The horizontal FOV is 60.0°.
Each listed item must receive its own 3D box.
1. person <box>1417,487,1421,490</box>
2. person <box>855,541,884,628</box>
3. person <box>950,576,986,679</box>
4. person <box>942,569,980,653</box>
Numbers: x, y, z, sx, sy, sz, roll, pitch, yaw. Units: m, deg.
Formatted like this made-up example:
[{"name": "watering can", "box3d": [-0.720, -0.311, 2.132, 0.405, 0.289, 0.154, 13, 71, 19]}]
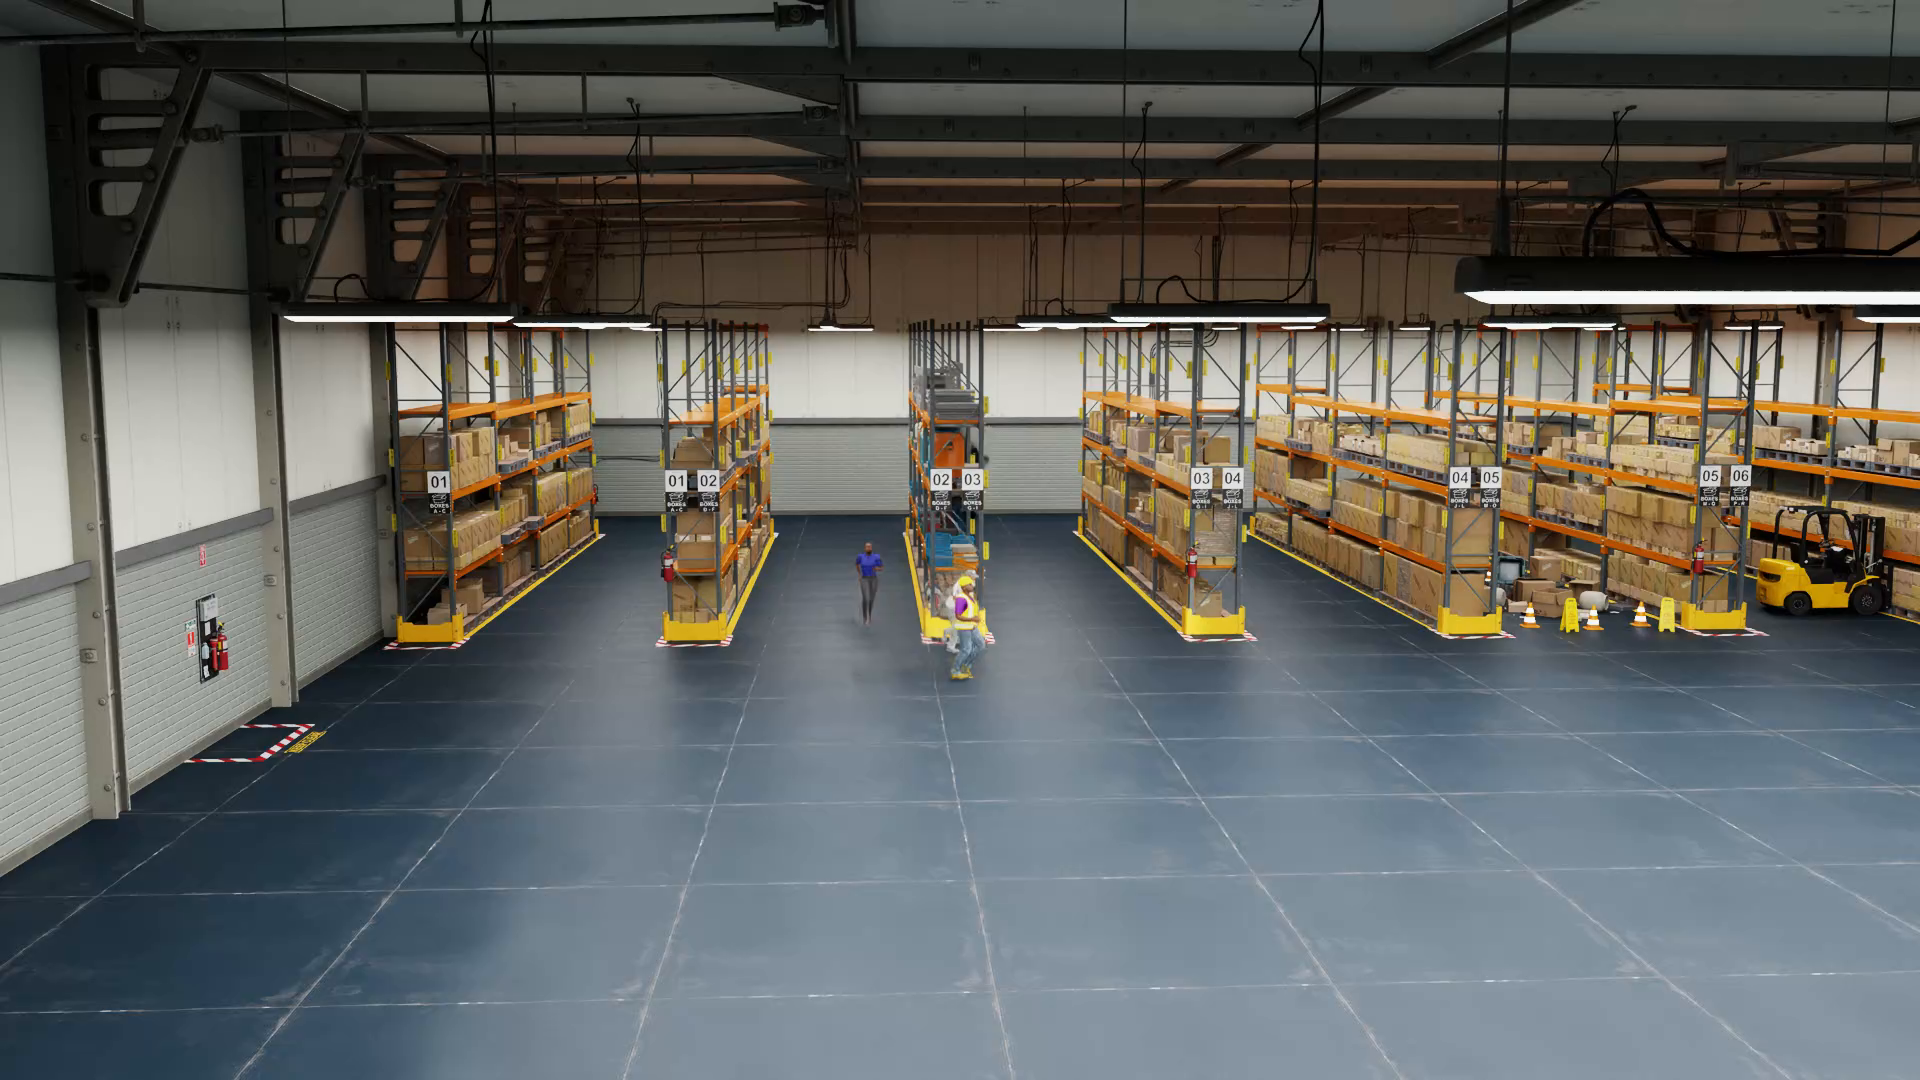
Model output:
[{"name": "person", "box3d": [13.795, -1.195, 49.579, 0.672, 1.632, 0.614, 2, 7, 18]}, {"name": "person", "box3d": [-1.775, 0.875, 32.819, 0.546, 1.725, 0.756, -1, 7, -8]}, {"name": "person", "box3d": [0.147, 1.463, 27.519, 0.657, 1.745, 0.672, 3, 8, 23]}, {"name": "person", "box3d": [0.052, 1.269, 30.060, 0.744, 1.540, 0.617, 6, 9, 38]}]
